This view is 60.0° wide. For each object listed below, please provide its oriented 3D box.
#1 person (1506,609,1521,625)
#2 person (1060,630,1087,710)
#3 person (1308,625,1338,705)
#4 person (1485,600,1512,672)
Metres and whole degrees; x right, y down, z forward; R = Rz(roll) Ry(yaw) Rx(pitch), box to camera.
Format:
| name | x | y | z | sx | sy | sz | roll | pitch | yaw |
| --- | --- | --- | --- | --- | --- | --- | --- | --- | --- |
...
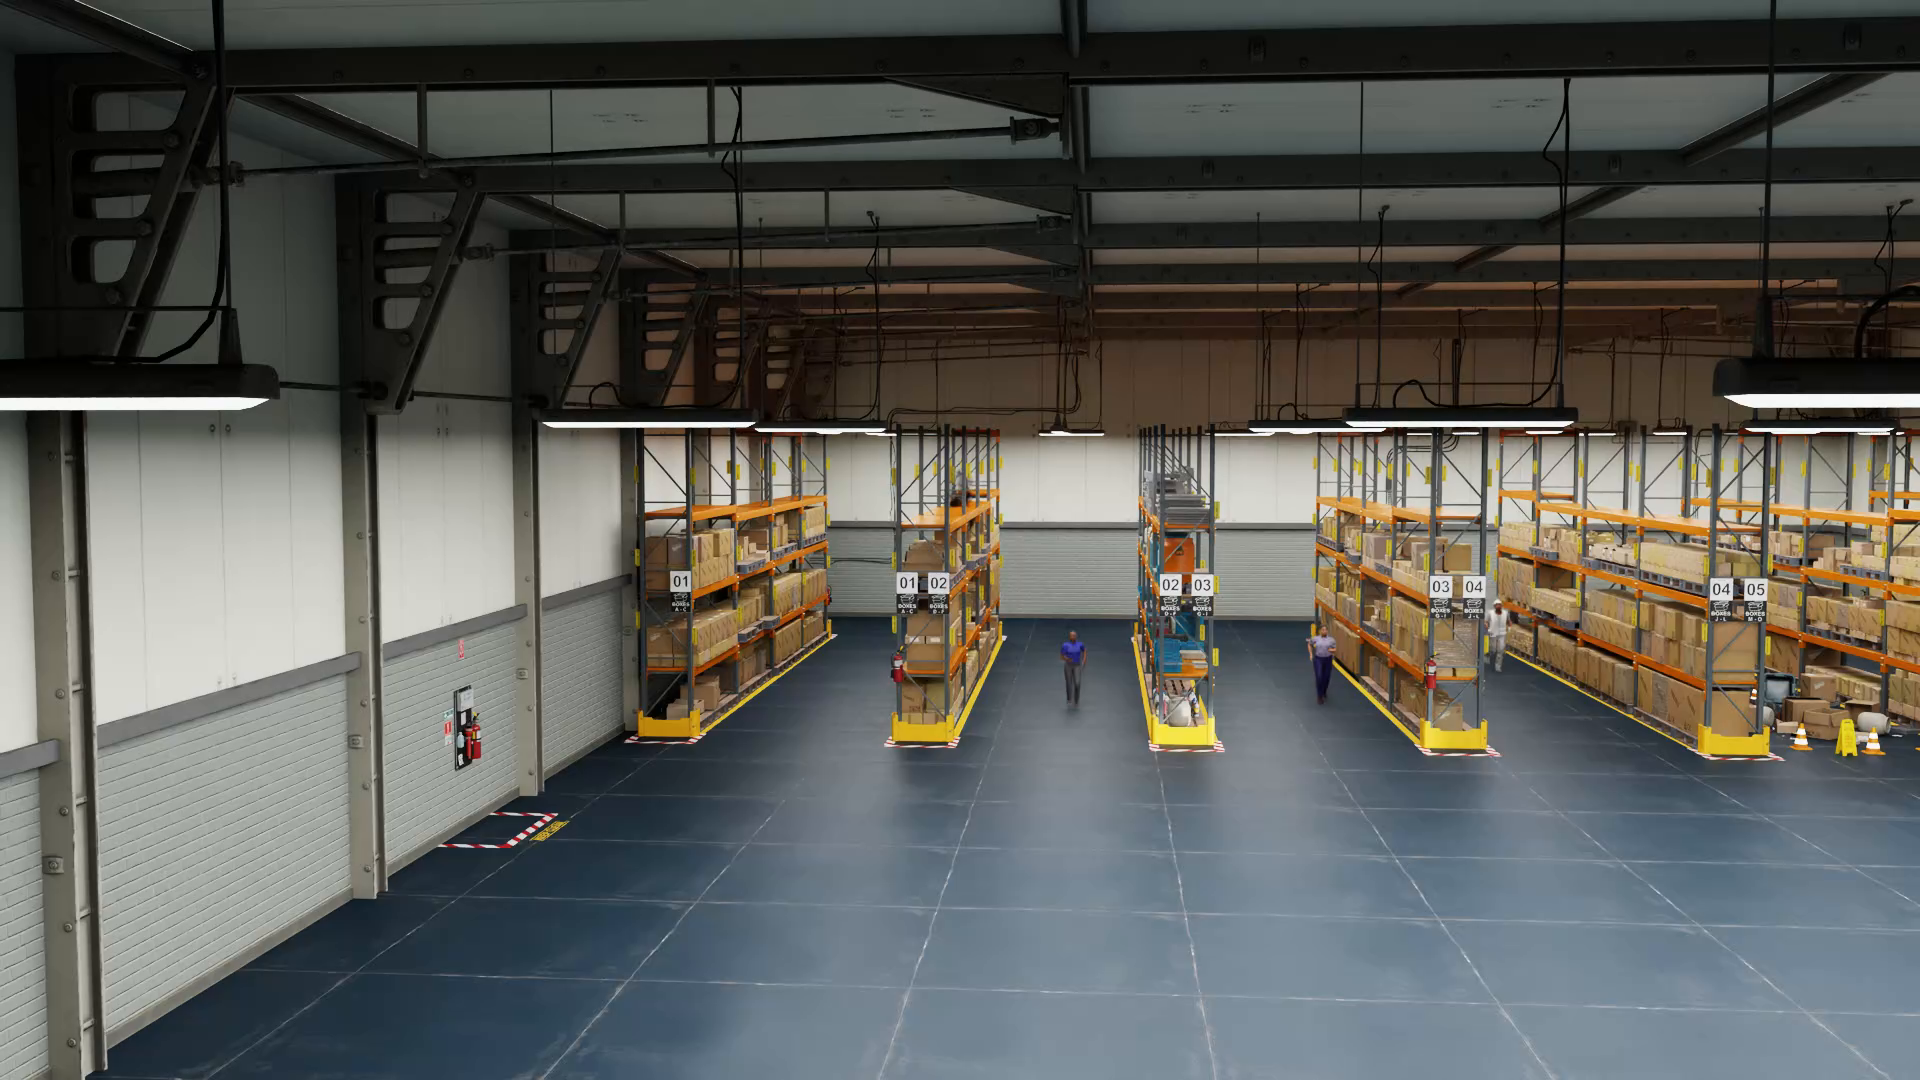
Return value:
| name | x | y | z | sx | sy | sz | roll | pitch | yaw |
| --- | --- | --- | --- | --- | --- | --- | --- | --- | --- |
| person | 15.804 | 1.990 | 47.421 | 0.731 | 1.793 | 0.655 | 0 | 3 | 3 |
| person | 2.410 | 2.765 | 35.301 | 0.584 | 1.710 | 0.718 | 0 | 3 | 0 |
| person | 7.905 | 2.689 | 36.202 | 0.589 | 1.688 | 0.847 | 0 | 3 | 0 |
| person | 13.325 | 2.350 | 41.211 | 0.683 | 1.764 | 0.742 | 0 | 3 | 5 |
